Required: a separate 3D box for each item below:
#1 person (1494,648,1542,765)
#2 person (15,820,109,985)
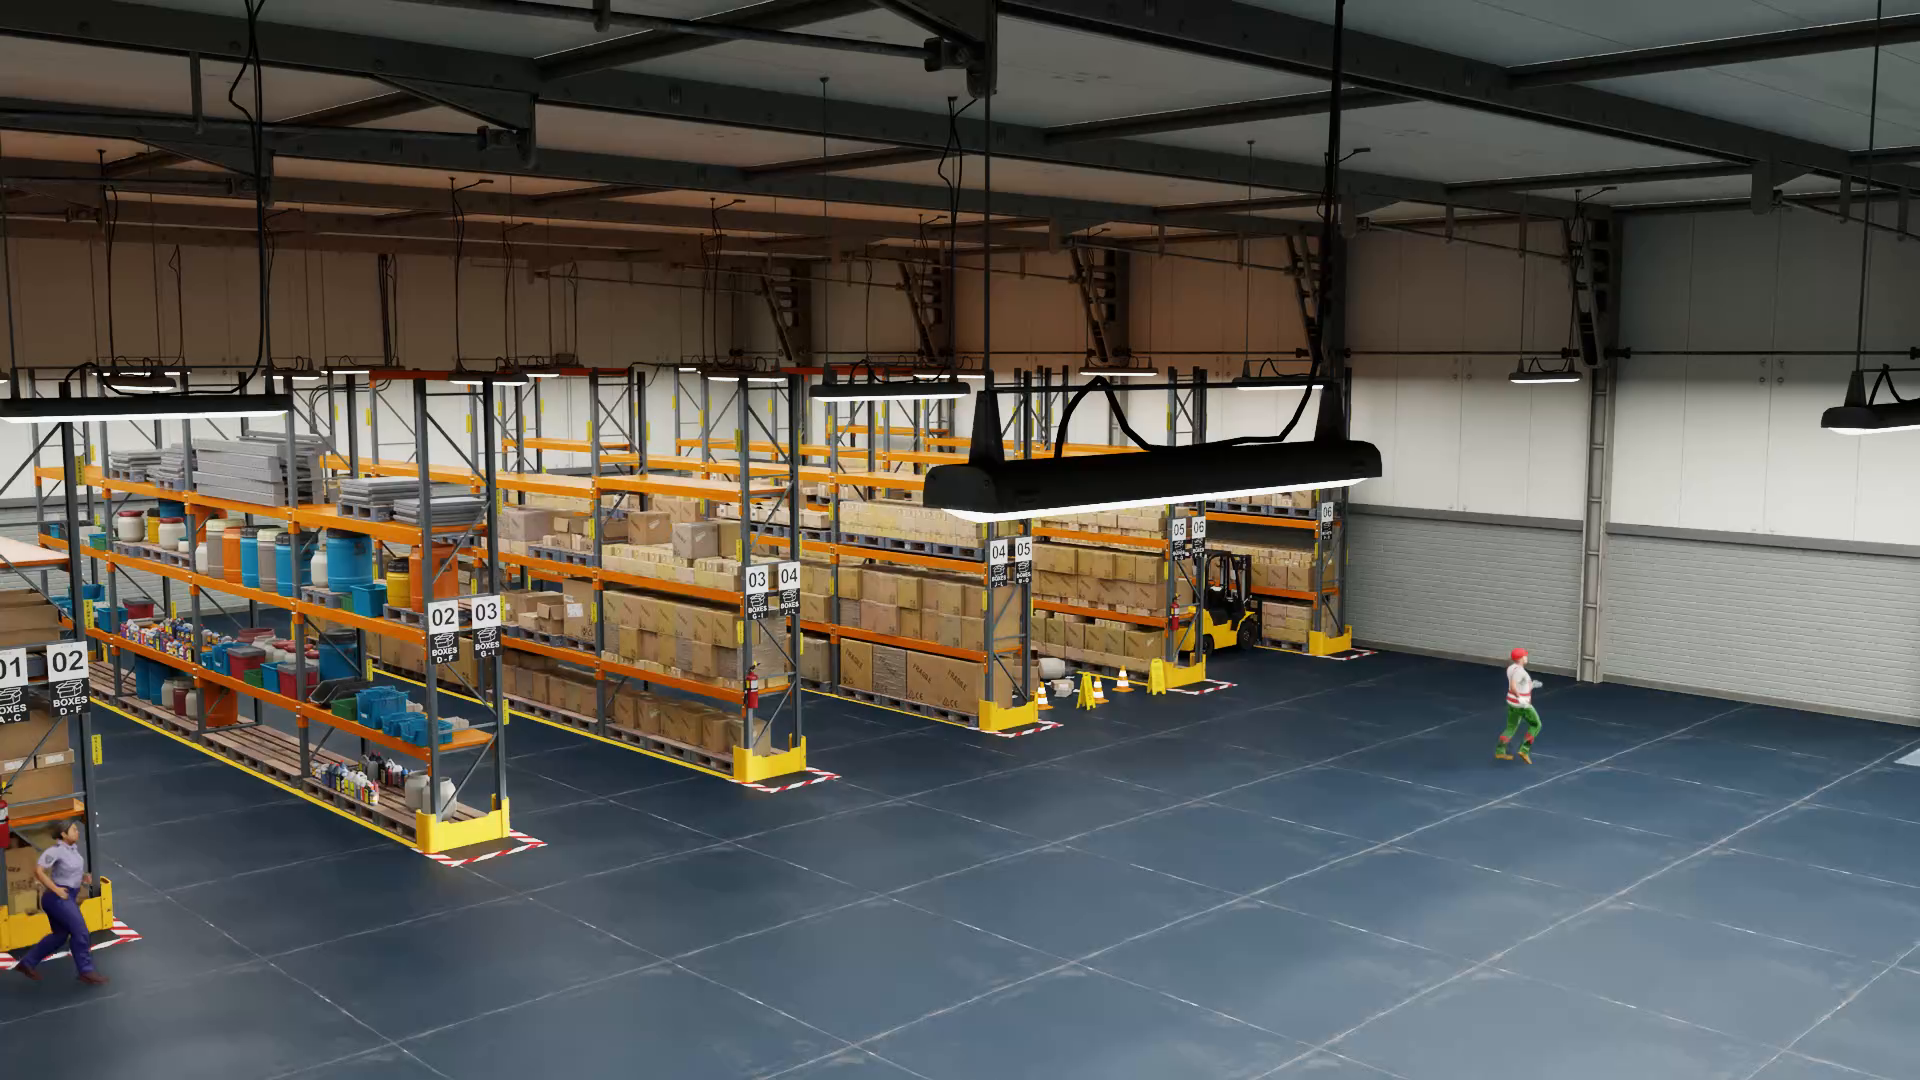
[{"bbox_3d":[8.627,2.559,25.596,0.735,1.817,0.641,-1,7,-9],"label":"person"},{"bbox_3d":[-9.091,3.651,16.849,0.886,1.620,0.662,-2,7,-15],"label":"person"}]
